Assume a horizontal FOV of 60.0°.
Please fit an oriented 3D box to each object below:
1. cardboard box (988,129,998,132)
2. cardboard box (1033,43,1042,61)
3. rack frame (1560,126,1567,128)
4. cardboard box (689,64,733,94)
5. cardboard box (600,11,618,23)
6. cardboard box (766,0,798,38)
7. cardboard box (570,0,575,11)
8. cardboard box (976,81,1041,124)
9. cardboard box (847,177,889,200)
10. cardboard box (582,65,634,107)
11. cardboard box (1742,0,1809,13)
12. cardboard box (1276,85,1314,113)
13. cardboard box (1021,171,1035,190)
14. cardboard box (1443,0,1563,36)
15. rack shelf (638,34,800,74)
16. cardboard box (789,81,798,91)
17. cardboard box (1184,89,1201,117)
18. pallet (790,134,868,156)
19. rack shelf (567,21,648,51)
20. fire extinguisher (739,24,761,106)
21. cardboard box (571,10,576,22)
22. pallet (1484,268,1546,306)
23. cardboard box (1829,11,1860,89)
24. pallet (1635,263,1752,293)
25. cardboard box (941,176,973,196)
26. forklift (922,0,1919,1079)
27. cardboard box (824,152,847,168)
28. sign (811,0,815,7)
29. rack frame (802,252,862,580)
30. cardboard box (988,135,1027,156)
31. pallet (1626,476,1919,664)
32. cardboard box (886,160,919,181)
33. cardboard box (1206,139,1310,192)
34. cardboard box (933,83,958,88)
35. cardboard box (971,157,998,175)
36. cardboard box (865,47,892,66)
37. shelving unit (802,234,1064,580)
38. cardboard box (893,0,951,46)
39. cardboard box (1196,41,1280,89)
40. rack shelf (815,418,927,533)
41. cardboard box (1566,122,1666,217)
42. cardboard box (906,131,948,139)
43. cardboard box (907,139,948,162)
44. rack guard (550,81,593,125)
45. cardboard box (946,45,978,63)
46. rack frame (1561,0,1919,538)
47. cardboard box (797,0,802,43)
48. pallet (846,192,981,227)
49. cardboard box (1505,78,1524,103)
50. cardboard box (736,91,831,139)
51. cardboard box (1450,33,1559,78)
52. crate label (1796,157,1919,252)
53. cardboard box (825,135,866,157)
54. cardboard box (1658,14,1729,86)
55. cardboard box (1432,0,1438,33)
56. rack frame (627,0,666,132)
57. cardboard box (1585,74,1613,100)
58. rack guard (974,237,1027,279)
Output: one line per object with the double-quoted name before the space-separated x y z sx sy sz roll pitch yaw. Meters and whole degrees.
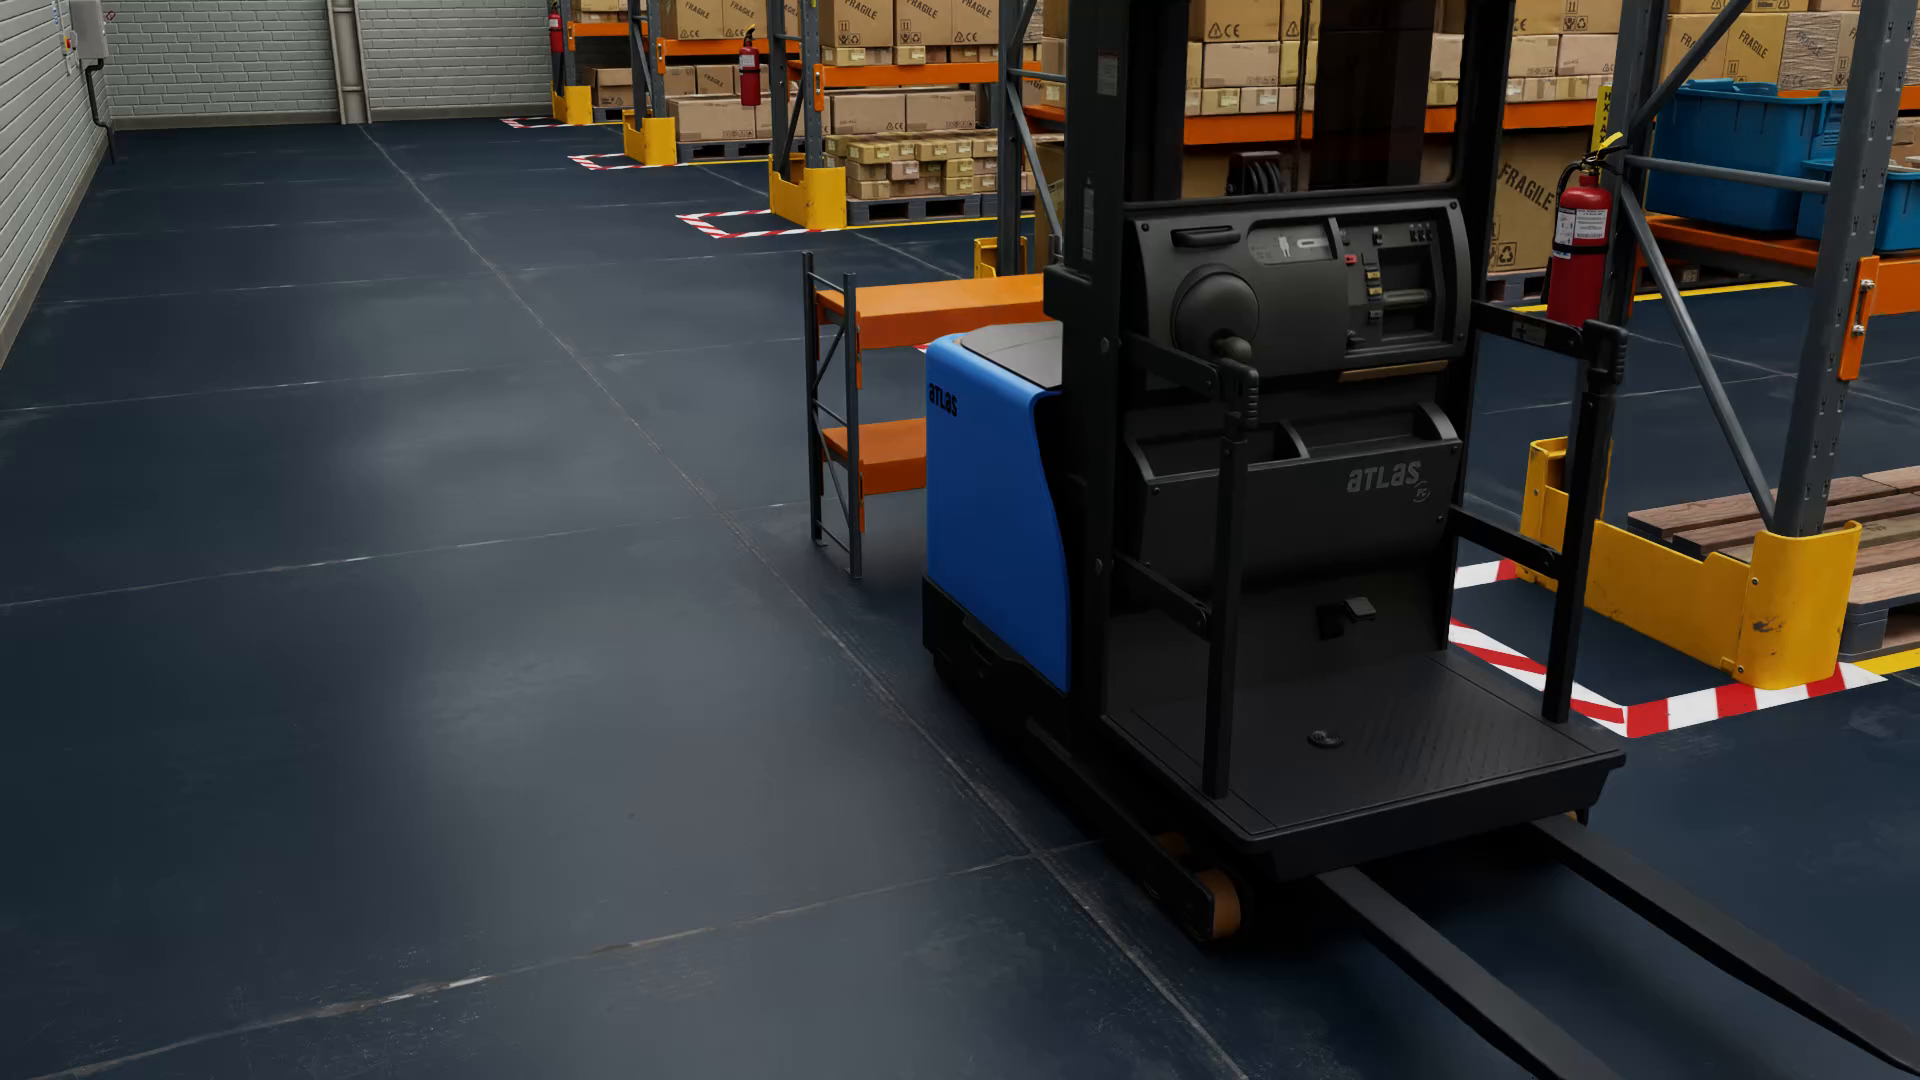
"cardboard box" 0.438 -3.663 15.174 0.250 0.149 0.380 -8 21 -22
"cardboard box" 0.705 -4.254 14.466 0.250 0.149 0.380 -8 21 -21
"rack frame" 4.153 -3.183 11.046 0.127 3.000 1.000 -8 21 -22
"cardboard box" -3.490 -6.403 23.321 0.500 0.500 0.500 -8 21 -21
"cardboard box" -4.789 -7.081 22.494 0.250 0.149 0.380 -8 21 -21
"cardboard box" -1.963 -5.838 18.436 0.500 0.500 0.500 -8 21 -22
"cardboard box" -5.097 -7.403 22.810 0.500 0.250 0.500 -8 21 -20
"cardboard box" 0.765 -5.507 20.213 0.875 0.875 0.875 -7 21 -20
"cardboard box" -0.784 -3.008 14.208 0.250 0.149 0.380 -8 21 -21
"cardboard box" -4.816 -6.264 22.924 0.637 0.503 0.797 -9 21 -24
"cardboard box" 5.371 -3.877 11.355 0.637 0.503 0.797 -8 21 -21
"cardboard box" 1.880 -2.620 9.826 0.250 0.149 0.380 -9 21 -23
"cardboard box" 0.631 -3.215 14.797 0.250 0.149 0.380 -8 21 -22
"cardboard box" 3.375 -3.400 10.310 0.500 0.500 0.500 -8 21 -21
"rack shelf" -1.609 -5.603 19.002 4.000 0.370 1.077 -8 21 -22
"cardboard box" -2.465 -6.417 23.715 0.258 0.266 0.396 -7 21 -20
"cardboard box" 1.172 -2.519 9.538 0.250 0.149 0.380 -8 21 -23
"pallet" -1.623 -4.652 19.417 1.213 0.211 1.003 -8 21 -22
"rack shelf" -3.578 -7.116 23.299 4.000 0.370 1.077 -8 21 -22
"fire extinguisher" -1.806 -4.078 14.266 0.183 0.674 0.296 -8 21 -22
"cardboard box" -5.217 -7.199 22.830 0.250 0.149 0.380 -8 21 -23
"pallet" 3.424 -1.792 11.293 1.213 0.211 1.003 -8 21 -22
"cardboard box" 6.068 -3.416 11.558 0.500 0.500 0.500 -8 21 -21
"pallet" 4.832 -1.992 11.863 1.213 0.211 1.003 -8 21 -22
"cardboard box" -0.072 -3.102 14.476 0.250 0.149 0.380 -8 21 -21
"forklift" 0.928 -0.610 3.840 1.130 2.935 3.031 -8 21 -22
"cardboard box" -1.020 -3.333 14.684 0.250 0.149 0.380 -9 21 -23
"sign" -1.177 -4.426 13.272 0.005 0.325 0.100 -8 21 -22
"rack frame" -0.473 -0.463 6.143 0.032 1.125 0.500 -8 21 -22
"cardboard box" 0.425 -3.461 14.601 0.250 0.149 0.380 -8 21 -21
"pallet" 3.215 0.072 6.000 1.213 0.211 1.003 -8 21 -22
"cardboard box" -0.535 -3.186 14.267 0.250 0.149 0.380 -8 21 -22
"cardboard box" 1.872 -2.081 10.483 0.875 0.875 0.875 -8 21 -22
"cardboard box" -0.264 -6.870 24.648 0.500 0.500 0.500 -9 21 -24
"cardboard box" 0.139 -3.310 14.618 0.250 0.149 0.380 -9 21 -25
"cardboard box" -0.747 -4.053 13.895 0.250 0.149 0.380 -7 21 -20
"shelving unit" -0.006 -0.530 6.333 1.048 1.125 0.538 -8 21 -22
"cardboard box" -0.389 -4.423 13.970 0.500 0.500 0.500 -8 21 -22
"cardboard box" 1.503 -2.778 9.673 0.500 0.250 0.500 -8 21 -23
"rack shelf" -0.006 -0.299 6.414 1.000 0.278 0.538 -8 21 -22
"cardboard box" 4.733 -2.469 11.586 0.875 0.875 1.225 -8 21 -22
"cardboard box" -0.302 -3.567 14.900 0.250 0.149 0.380 -9 21 -24
"cardboard box" -0.288 -3.349 14.282 0.250 0.149 0.380 -8 21 -22
"rack guard" -5.345 -6.023 22.876 0.348 0.500 1.175 -8 21 -22
"cardboard box" -0.036 -4.176 14.245 0.250 0.149 0.380 -8 21 -22
"rack frame" 2.442 -1.147 5.262 0.127 3.000 1.000 -8 21 -22
"cardboard box" -1.081 -4.508 14.210 0.500 0.500 0.500 -8 21 -21
"pallet" -0.562 -2.974 14.650 1.213 0.211 1.003 -8 21 -22
"cardboard box" 3.295 -2.823 10.402 0.250 0.149 0.380 -8 21 -21
"cardboard box" -2.042 -4.909 19.173 0.875 0.438 0.875 -8 21 -20
"cardboard box" 3.377 -3.046 10.434 0.500 0.250 0.500 -7 21 -20
"crate label" 2.799 -1.028 5.087 0.303 0.233 0.416 -8 21 -22
"cardboard box" -1.006 -3.464 14.608 0.250 0.149 0.380 -8 21 -21
"cardboard box" 4.674 -3.215 10.985 0.500 0.500 0.500 -8 21 -22
"cardboard box" 2.681 -3.489 10.564 0.500 0.500 0.500 -9 21 -24
"rack frame" -3.445 -5.679 18.135 0.127 3.000 1.000 -8 21 -22
"cardboard box" 4.003 -2.925 10.690 0.250 0.149 0.380 -8 21 -22
"rack guard" 0.458 -1.475 9.958 0.348 0.500 1.175 -8 21 -22
